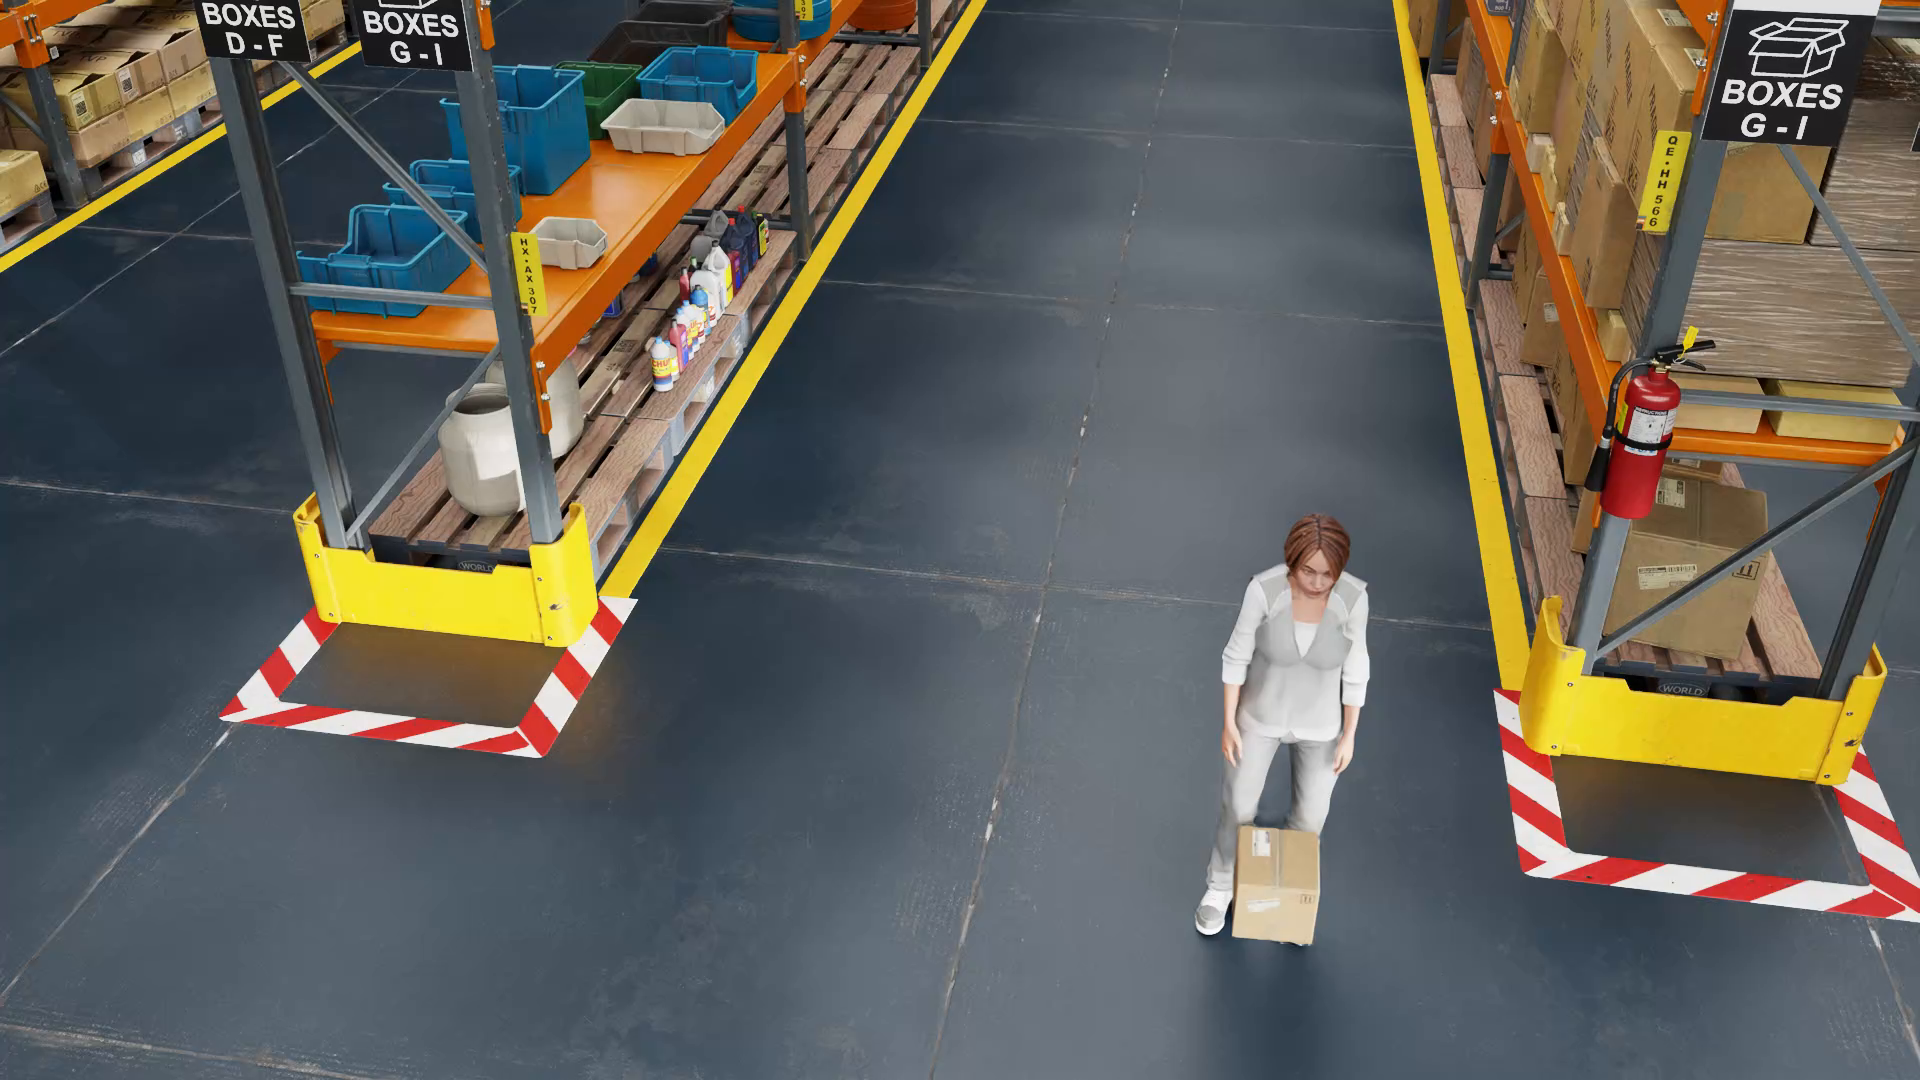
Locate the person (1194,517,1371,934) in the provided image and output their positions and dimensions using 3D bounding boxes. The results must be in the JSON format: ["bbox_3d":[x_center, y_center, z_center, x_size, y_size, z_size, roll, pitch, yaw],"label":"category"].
[{"bbox_3d":[1.032,0.592,5.232,0.461,1.593,0.343,6,33,9],"label":"person"}]
